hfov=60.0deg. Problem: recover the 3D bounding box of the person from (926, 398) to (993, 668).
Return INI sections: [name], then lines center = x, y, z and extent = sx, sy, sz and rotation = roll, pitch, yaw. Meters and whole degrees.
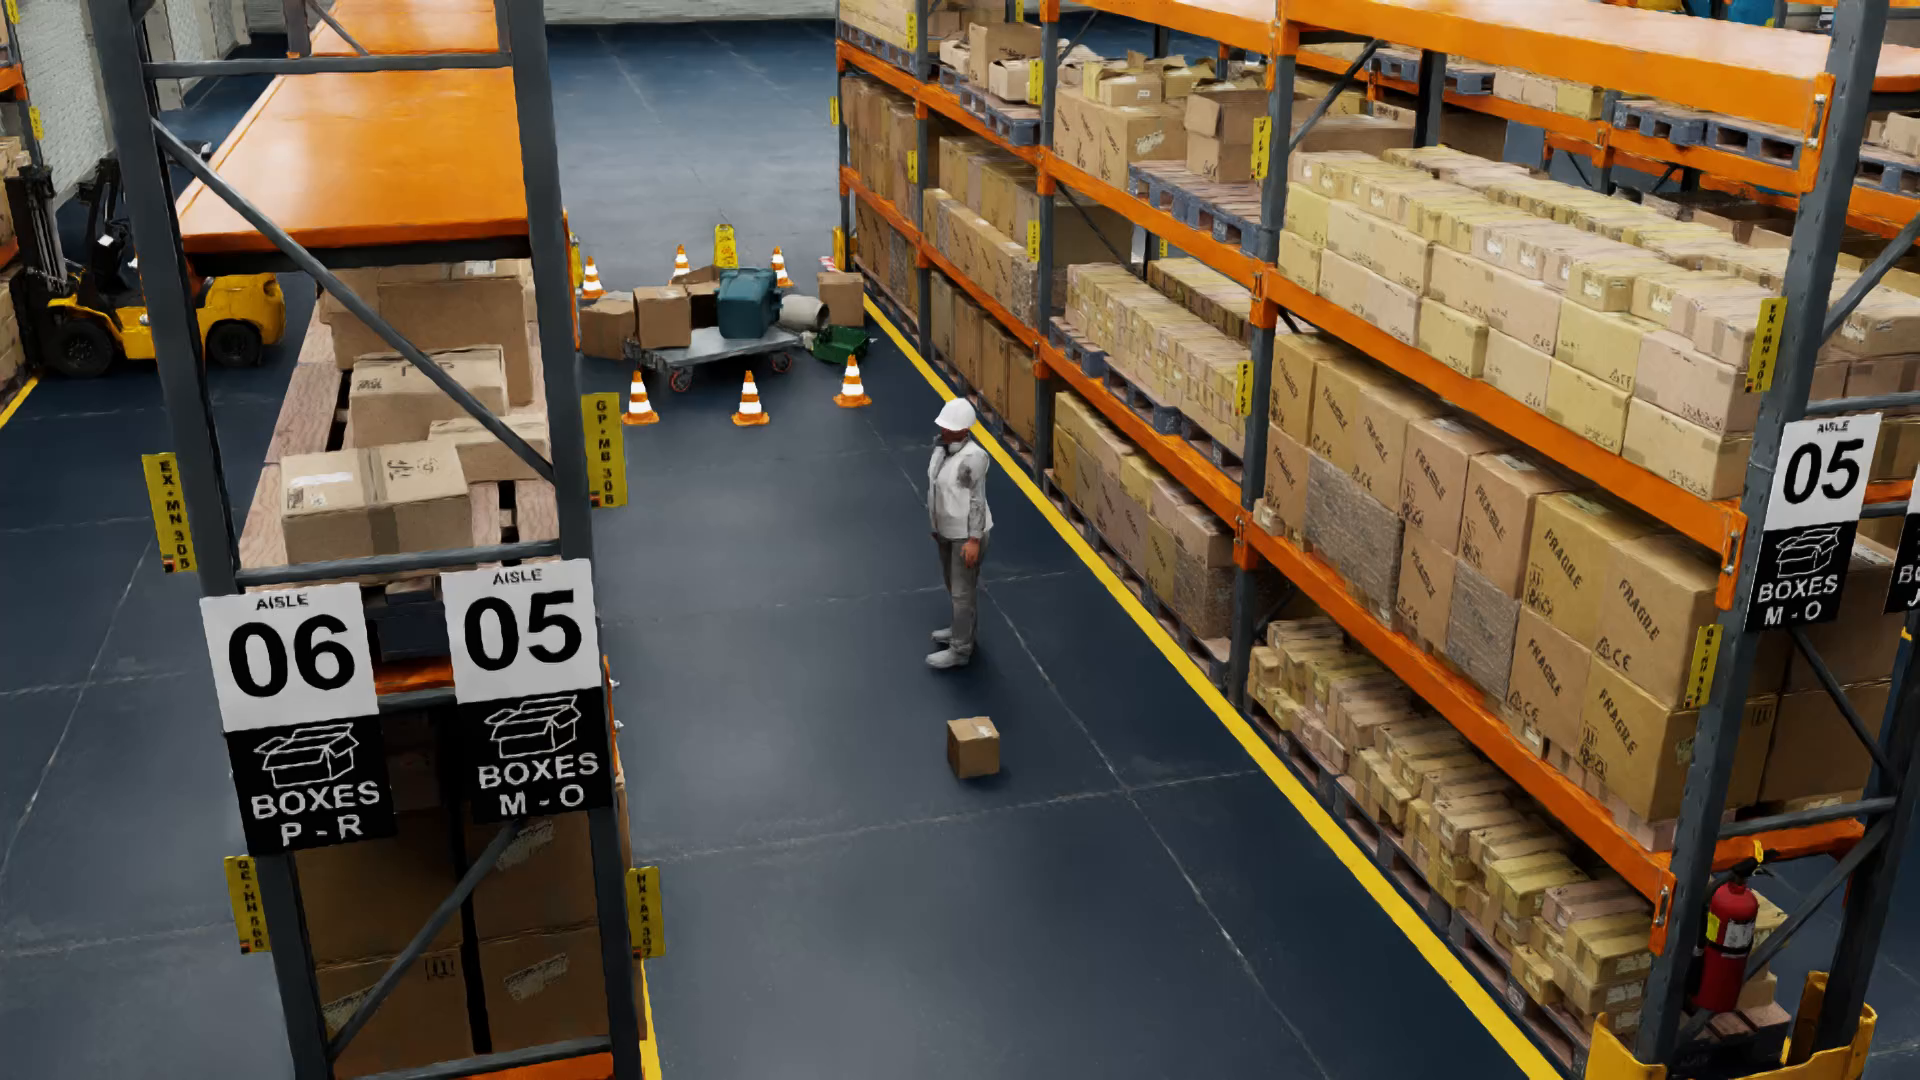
[person]
center = -0.054, -0.061, 10.704
extent = 0.515, 1.773, 0.596
rotation = -12, 26, -26
